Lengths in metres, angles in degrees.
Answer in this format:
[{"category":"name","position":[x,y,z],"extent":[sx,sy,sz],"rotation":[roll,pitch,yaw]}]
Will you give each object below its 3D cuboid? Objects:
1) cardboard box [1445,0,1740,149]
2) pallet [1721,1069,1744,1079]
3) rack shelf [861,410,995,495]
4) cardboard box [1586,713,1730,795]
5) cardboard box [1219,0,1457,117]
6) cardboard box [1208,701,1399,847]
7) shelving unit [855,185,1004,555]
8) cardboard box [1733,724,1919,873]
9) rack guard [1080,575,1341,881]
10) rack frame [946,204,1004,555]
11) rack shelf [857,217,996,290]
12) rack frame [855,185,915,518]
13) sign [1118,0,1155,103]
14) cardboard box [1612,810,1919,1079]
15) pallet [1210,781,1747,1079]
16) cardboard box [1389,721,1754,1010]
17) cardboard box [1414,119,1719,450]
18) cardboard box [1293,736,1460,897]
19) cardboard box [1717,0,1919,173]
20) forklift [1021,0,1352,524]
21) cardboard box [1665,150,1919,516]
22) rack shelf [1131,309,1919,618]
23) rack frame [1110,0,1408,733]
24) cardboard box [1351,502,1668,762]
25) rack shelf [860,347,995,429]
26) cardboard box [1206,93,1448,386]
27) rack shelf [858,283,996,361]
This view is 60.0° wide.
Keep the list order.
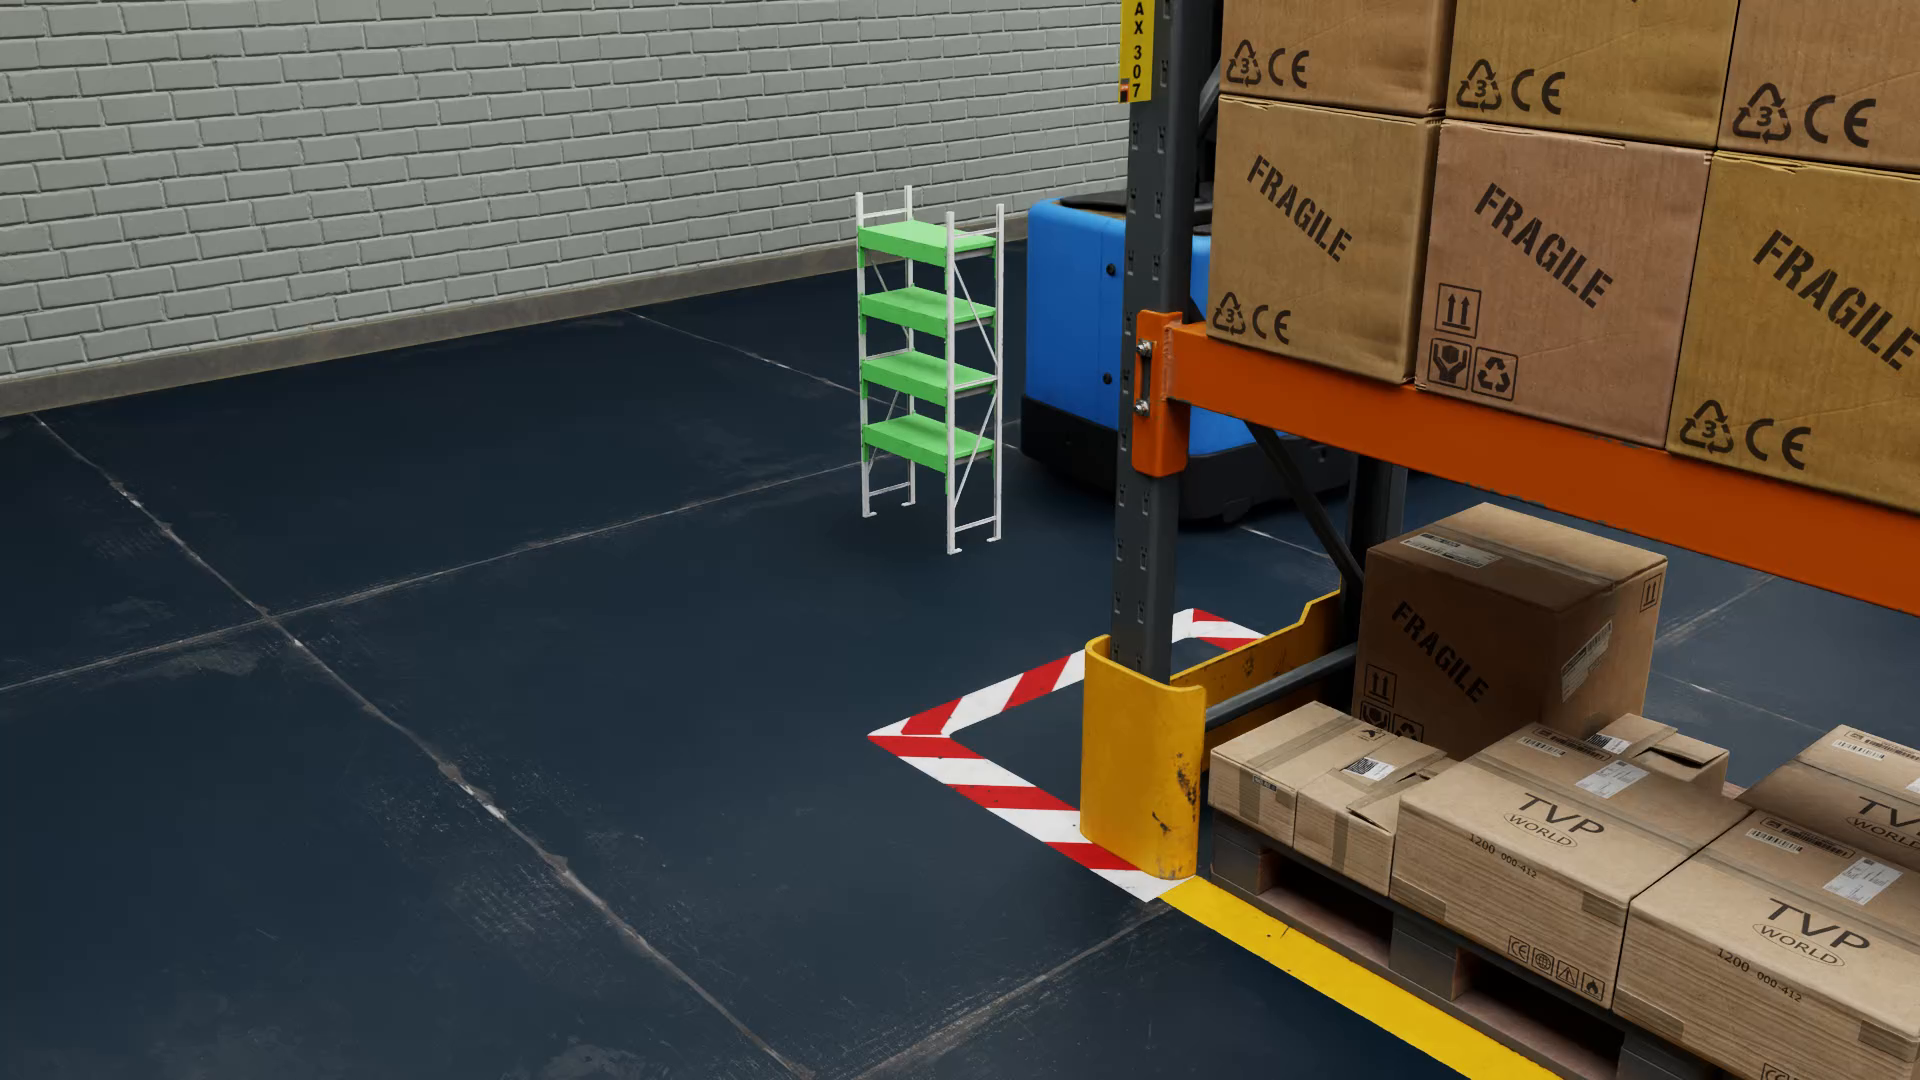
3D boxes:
[{"category":"cardboard box","position":[1.213,-0.974,2.849],"extent":[0.500,0.500,0.500],"rotation":[-17,27,-37]},{"category":"pallet","position":[2.140,1.087,2.920],"extent":[1.003,0.211,1.213],"rotation":[-17,27,-37]},{"category":"rack shelf","position":[-0.108,-0.321,5.993],"extent":[0.258,0.148,0.480],"rotation":[-17,27,-37]},{"category":"cardboard box","position":[1.514,0.550,3.749],"extent":[0.380,0.166,0.250],"rotation":[-17,27,-37]},{"category":"cardboard box","position":[0.867,-1.116,3.213],"extent":[0.500,0.500,0.500],"rotation":[-16,27,-36]},{"category":"cardboard box","position":[0.790,0.530,3.823],"extent":[0.380,0.149,0.250],"rotation":[-17,27,-37]},{"category":"shelving unit","position":[-0.108,-0.604,5.882],"extent":[0.258,1.200,0.503],"rotation":[-17,27,-37]},{"category":"cardboard box","position":[1.916,0.647,3.386],"extent":[0.500,0.250,0.500],"rotation":[-17,27,-37]},{"category":"rack guard","position":[0.826,0.395,4.289],"extent":[1.175,0.500,0.348],"rotation":[-17,27,-37]},{"category":"rack frame","position":[0.051,-0.537,5.710],"extent":[0.240,1.200,0.015],"rotation":[-17,27,-37]},{"category":"rack shelf","position":[-0.108,-0.992,5.730],"extent":[0.258,0.148,0.480],"rotation":[-17,27,-37]},{"category":"rack frame","position":[-0.267,-0.672,6.054],"extent":[0.240,1.200,0.015],"rotation":[-17,27,-37]},{"category":"sign","position":[0.366,-1.064,3.399],"extent":[0.100,0.325,0.005],"rotation":[-17,27,-37]},{"category":"cardboard box","position":[1.569,0.780,3.047],"extent":[0.500,0.250,0.500],"rotation":[-17,27,-37]},{"category":"pallet","position":[1.347,0.750,3.780],"extent":[1.003,0.211,1.213],"rotation":[-17,27,-37]},{"category":"cardboard box","position":[1.243,0.642,3.400],"extent":[0.500,0.250,0.500],"rotation":[-17,27,-37]},{"category":"cardboard box","position":[1.207,-0.510,3.035],"extent":[0.500,0.500,0.500],"rotation":[-18,28,-38]},{"category":"cardboard box","position":[0.953,0.591,3.643],"extent":[0.380,0.166,0.250],"rotation":[-17,27,-37]},{"category":"cardboard box","position":[1.536,-0.834,2.493],"extent":[0.500,0.500,0.500],"rotation":[-17,27,-37]},{"category":"forklift","position":[1.743,-1.827,6.630],"extent":[3.031,2.935,1.130],"rotation":[-14,26,-32]},{"category":"cardboard box","position":[1.533,-0.370,2.679],"extent":[0.500,0.500,0.500],"rotation":[-18,27,-38]},{"category":"rack shelf","position":[2.082,0.098,2.608],"extent":[1.077,0.370,4.000],"rotation":[-17,27,-37]},{"category":"rack frame","position":[0.777,-0.790,3.887],"extent":[1.000,3.000,0.127],"rotation":[-17,27,-37]},{"category":"cardboard box","position":[1.318,0.261,4.029],"extent":[0.500,0.500,0.500],"rotation":[-17,27,-37]},{"category":"rack shelf","position":[-0.108,-0.545,5.905],"extent":[0.258,0.148,0.480],"rotation":[-17,27,-37]},{"category":"cardboard box","position":[0.867,-0.651,3.396],"extent":[0.500,0.500,0.500],"rotation":[-17,27,-36]},{"category":"rack shelf","position":[-0.108,-0.768,5.818],"extent":[0.258,0.148,0.480],"rotation":[-17,27,-37]}]
